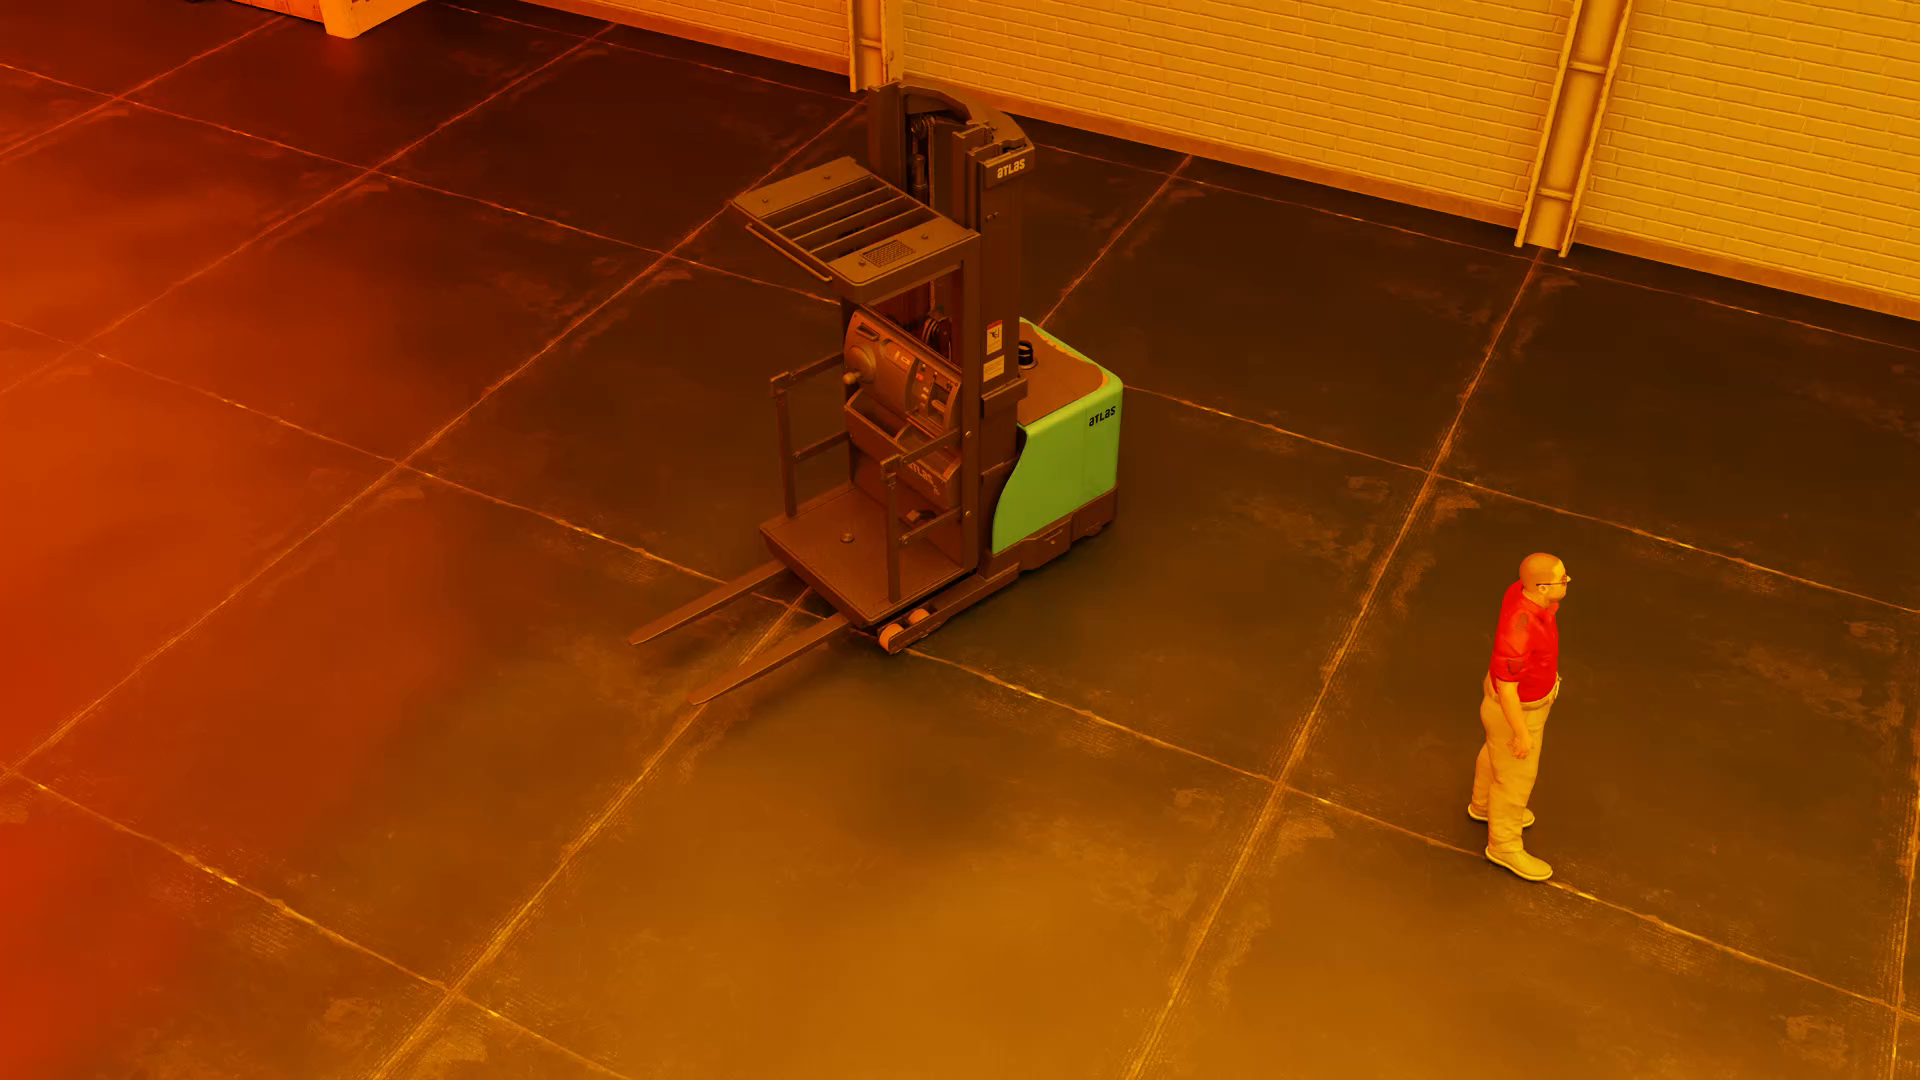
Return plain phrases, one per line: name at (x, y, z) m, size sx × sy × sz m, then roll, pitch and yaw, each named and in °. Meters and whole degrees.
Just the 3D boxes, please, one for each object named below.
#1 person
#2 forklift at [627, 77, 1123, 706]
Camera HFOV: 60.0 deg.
person at (2.757, 0.798, 7.961) m, size 0.551 × 1.726 × 0.641 m, roll 12°, pitch 42°, yaw 14°
forklift at (-0.481, -0.860, 9.008) m, size 3.031 × 2.935 × 1.130 m, roll -28°, pitch 48°, yaw -29°
